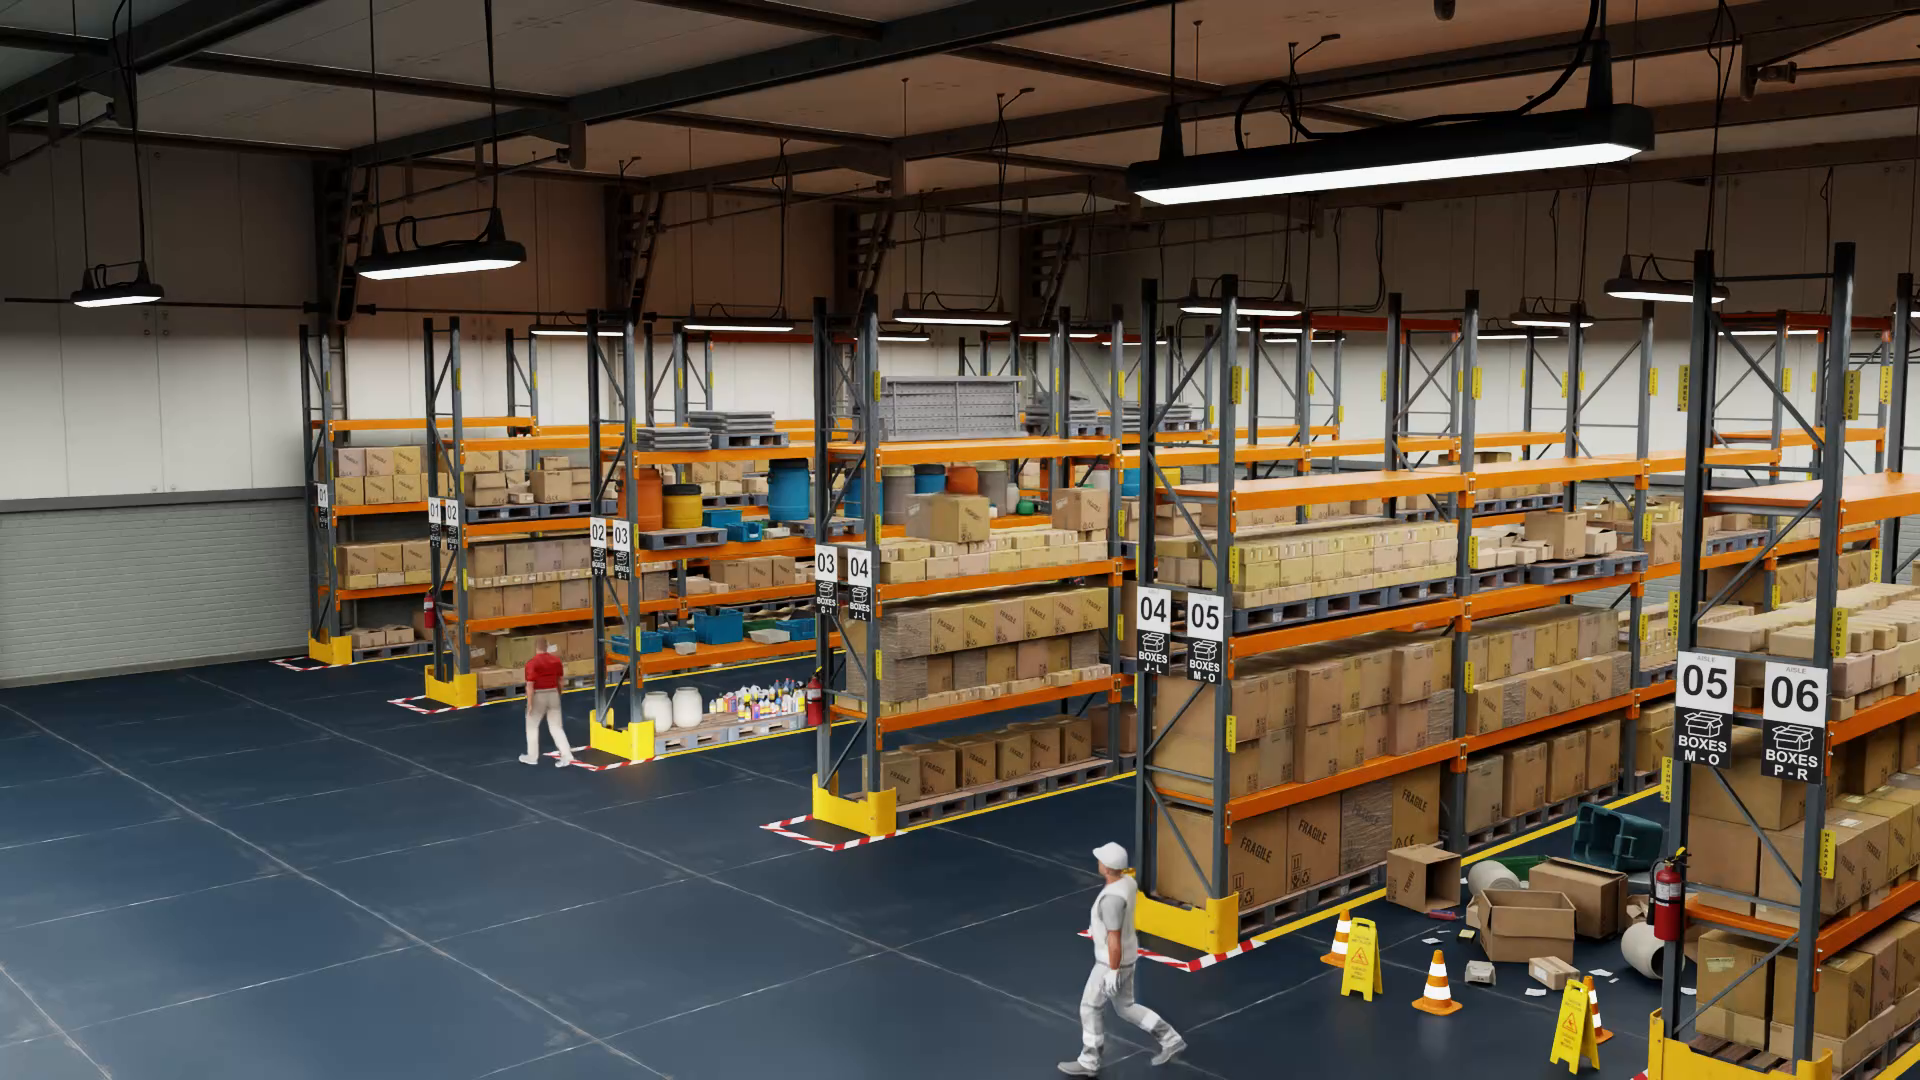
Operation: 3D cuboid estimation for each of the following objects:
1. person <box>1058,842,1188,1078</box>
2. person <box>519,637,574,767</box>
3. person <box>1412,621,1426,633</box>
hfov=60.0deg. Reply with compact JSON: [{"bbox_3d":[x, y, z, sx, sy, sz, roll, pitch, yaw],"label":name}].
[{"bbox_3d":[1.194,3.061,12.135,0.939,1.762,0.585,1,6,11],"label":"person"},{"bbox_3d":[-5.427,2.120,21.777,0.553,1.705,0.875,-4,7,-36],"label":"person"},{"bbox_3d":[6.476,1.918,23.771,1.027,1.673,0.573,-4,7,-37],"label":"person"}]
